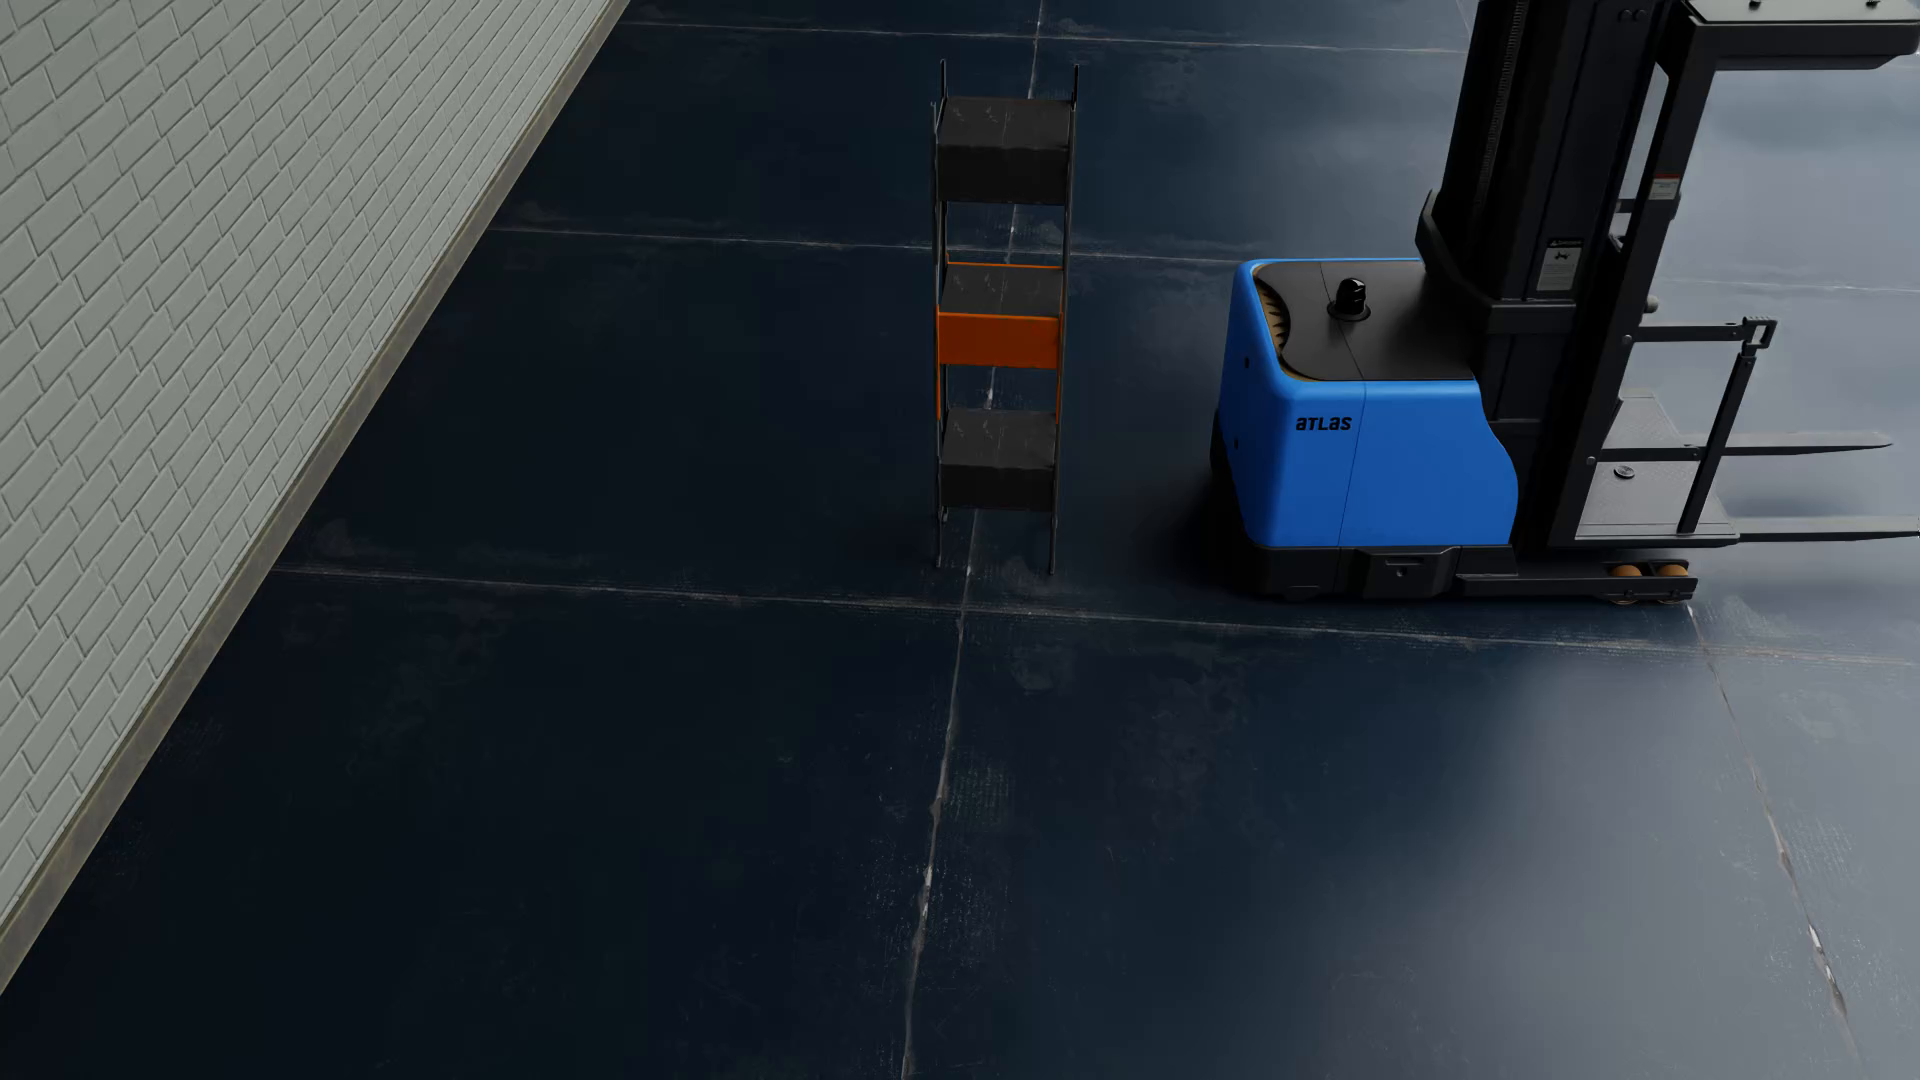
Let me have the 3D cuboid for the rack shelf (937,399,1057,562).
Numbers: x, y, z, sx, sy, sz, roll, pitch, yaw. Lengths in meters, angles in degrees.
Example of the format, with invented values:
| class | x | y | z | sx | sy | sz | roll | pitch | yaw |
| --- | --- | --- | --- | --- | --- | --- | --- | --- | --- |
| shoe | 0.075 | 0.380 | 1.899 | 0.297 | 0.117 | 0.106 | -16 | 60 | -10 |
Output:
| class | x | y | z | sx | sy | sz | roll | pitch | yaw |
| --- | --- | --- | --- | --- | --- | --- | --- | --- | --- |
| rack shelf | 0.165 | -0.252 | 7.027 | 0.480 | 0.518 | 0.431 | 3 | 39 | 4 |

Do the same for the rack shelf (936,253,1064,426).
| class | x | y | z | sx | sy | sz | roll | pitch | yaw |
| --- | --- | --- | --- | --- | --- | --- | --- | --- | --- |
| rack shelf | 0.165 | -0.795 | 6.585 | 0.480 | 0.518 | 0.431 | 3 | 39 | 4 |

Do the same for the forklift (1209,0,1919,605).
| class | x | y | z | sx | sy | sz | roll | pitch | yaw |
| --- | --- | --- | --- | --- | --- | --- | --- | --- | --- |
| forklift | 2.662 | -1.204 | 6.408 | 3.031 | 2.935 | 1.130 | -1 | 39 | -1 |

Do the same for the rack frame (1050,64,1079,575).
| class | x | y | z | sx | sy | sz | roll | pitch | yaw |
| --- | --- | --- | --- | --- | --- | --- | --- | --- | --- |
| rack frame | 0.408 | -0.792 | 6.560 | 0.015 | 2.100 | 0.400 | 3 | 39 | 4 |

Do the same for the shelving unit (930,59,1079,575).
| class | x | y | z | sx | sy | sz | roll | pitch | yaw |
| --- | --- | --- | --- | --- | --- | --- | --- | --- | --- |
| shelving unit | 0.165 | -0.805 | 6.576 | 0.503 | 2.100 | 0.431 | 3 | 39 | 4 |

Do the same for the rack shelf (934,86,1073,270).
| class | x | y | z | sx | sy | sz | roll | pitch | yaw |
| --- | --- | --- | --- | --- | --- | --- | --- | --- | --- |
| rack shelf | 0.165 | -1.338 | 6.143 | 0.480 | 0.518 | 0.431 | 3 | 39 | 4 |

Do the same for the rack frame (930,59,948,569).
| class | x | y | z | sx | sy | sz | roll | pitch | yaw |
| --- | --- | --- | --- | --- | --- | --- | --- | --- | --- |
| rack frame | -0.078 | -0.819 | 6.592 | 0.015 | 2.100 | 0.400 | 3 | 39 | 4 |
